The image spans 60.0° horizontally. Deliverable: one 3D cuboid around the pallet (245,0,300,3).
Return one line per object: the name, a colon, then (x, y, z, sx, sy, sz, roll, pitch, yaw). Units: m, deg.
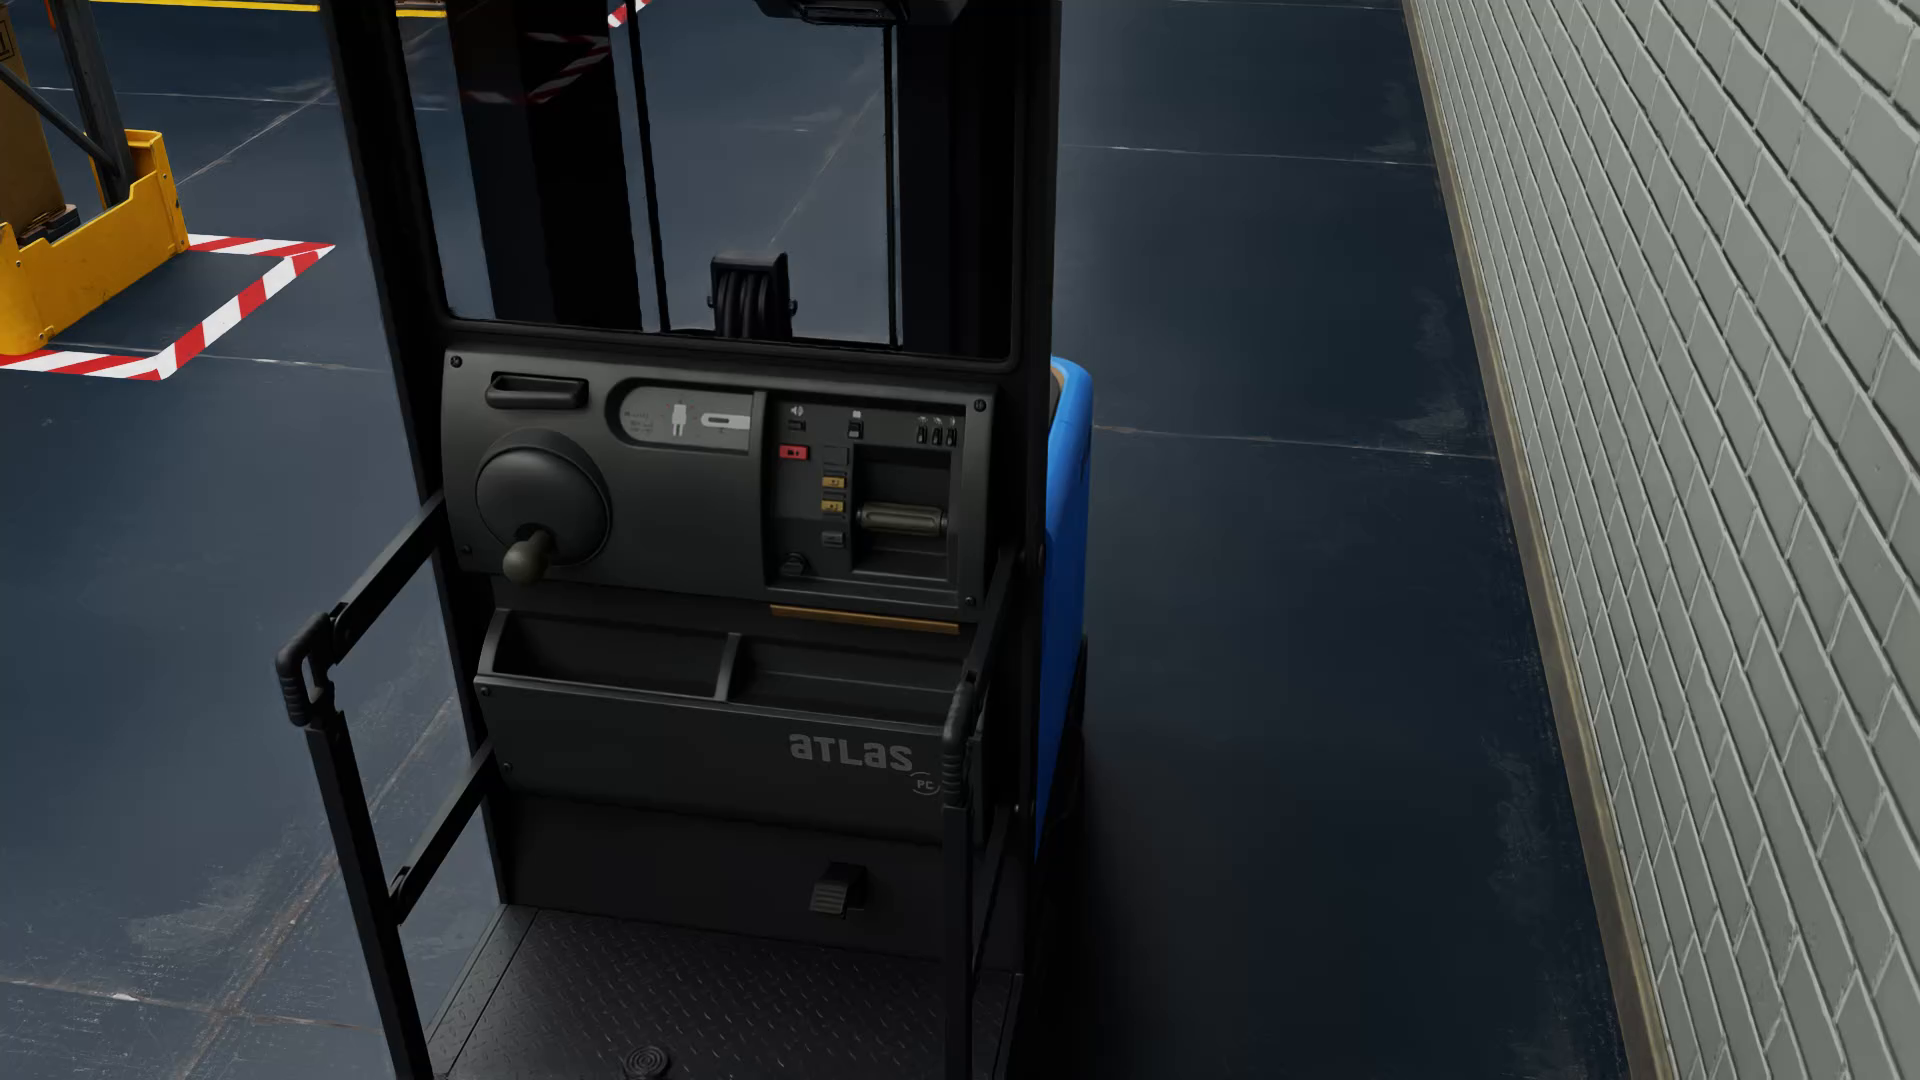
pallet: (-4.838, -3.909, 11.297, 1.213, 0.211, 1.003, 5, 32, 8)

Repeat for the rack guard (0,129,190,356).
rack guard: (-3.642, -1.235, 6.752, 0.348, 0.500, 1.175, 5, 32, 8)

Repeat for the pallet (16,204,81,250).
pallet: (-4.467, -1.145, 6.881, 1.213, 0.211, 1.003, 5, 32, 8)

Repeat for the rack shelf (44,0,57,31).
rack shelf: (-5.637, -2.171, 6.569, 4.000, 0.370, 1.077, 5, 32, 8)

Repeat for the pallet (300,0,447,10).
pallet: (-3.639, -3.799, 11.121, 1.213, 0.211, 1.003, 5, 32, 8)

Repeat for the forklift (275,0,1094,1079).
forklift: (-0.443, -0.041, 2.554, 1.130, 2.935, 3.031, 6, 32, 9)

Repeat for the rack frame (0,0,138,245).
rack frame: (-3.666, -2.297, 6.093, 0.127, 3.000, 1.000, 5, 32, 8)

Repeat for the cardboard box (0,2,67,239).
cardboard box: (-4.310, -1.590, 6.569, 0.875, 0.875, 0.875, 5, 32, 8)
